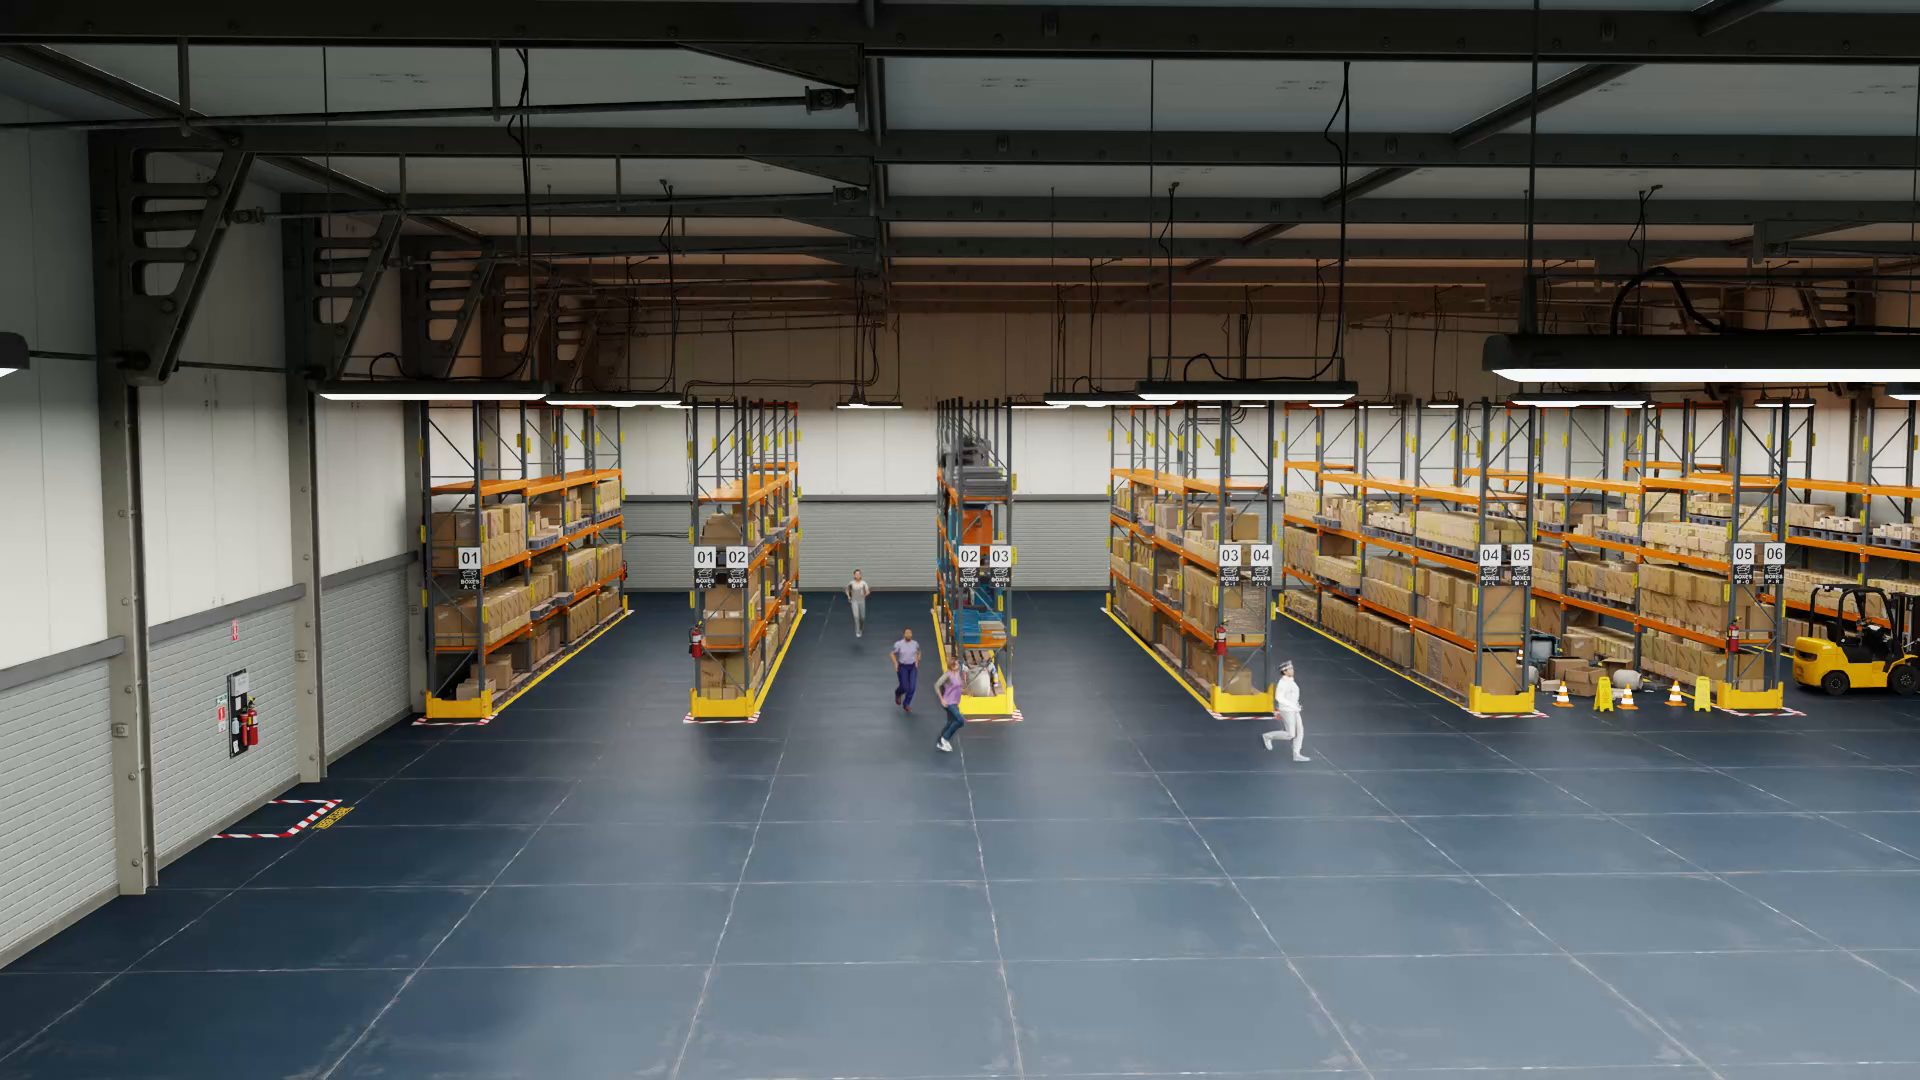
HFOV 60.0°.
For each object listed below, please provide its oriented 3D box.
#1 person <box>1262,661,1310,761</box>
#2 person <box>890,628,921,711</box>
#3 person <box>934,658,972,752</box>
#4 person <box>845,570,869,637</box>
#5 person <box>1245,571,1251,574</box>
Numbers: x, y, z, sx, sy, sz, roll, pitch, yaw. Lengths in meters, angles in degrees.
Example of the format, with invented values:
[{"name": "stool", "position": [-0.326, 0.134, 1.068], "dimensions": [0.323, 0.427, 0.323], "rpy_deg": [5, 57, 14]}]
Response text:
[{"name": "person", "position": [5.386, 2.795, 27.310], "dimensions": [0.778, 1.656, 0.632], "rpy_deg": [2, 5, 29]}, {"name": "person", "position": [-1.010, 2.477, 31.793], "dimensions": [0.594, 1.600, 0.541], "rpy_deg": [-2, 5, -19]}, {"name": "person", "position": [-0.115, 2.767, 27.968], "dimensions": [0.622, 1.569, 0.538], "rpy_deg": [2, 5, 23]}, {"name": "person", "position": [-2.484, 1.536, 40.236], "dimensions": [0.564, 1.634, 0.748], "rpy_deg": [-1, 4, -9]}, {"name": "person", "position": [7.958, 1.289, 46.942], "dimensions": [0.627, 1.623, 0.513], "rpy_deg": [1, 5, 15]}]
